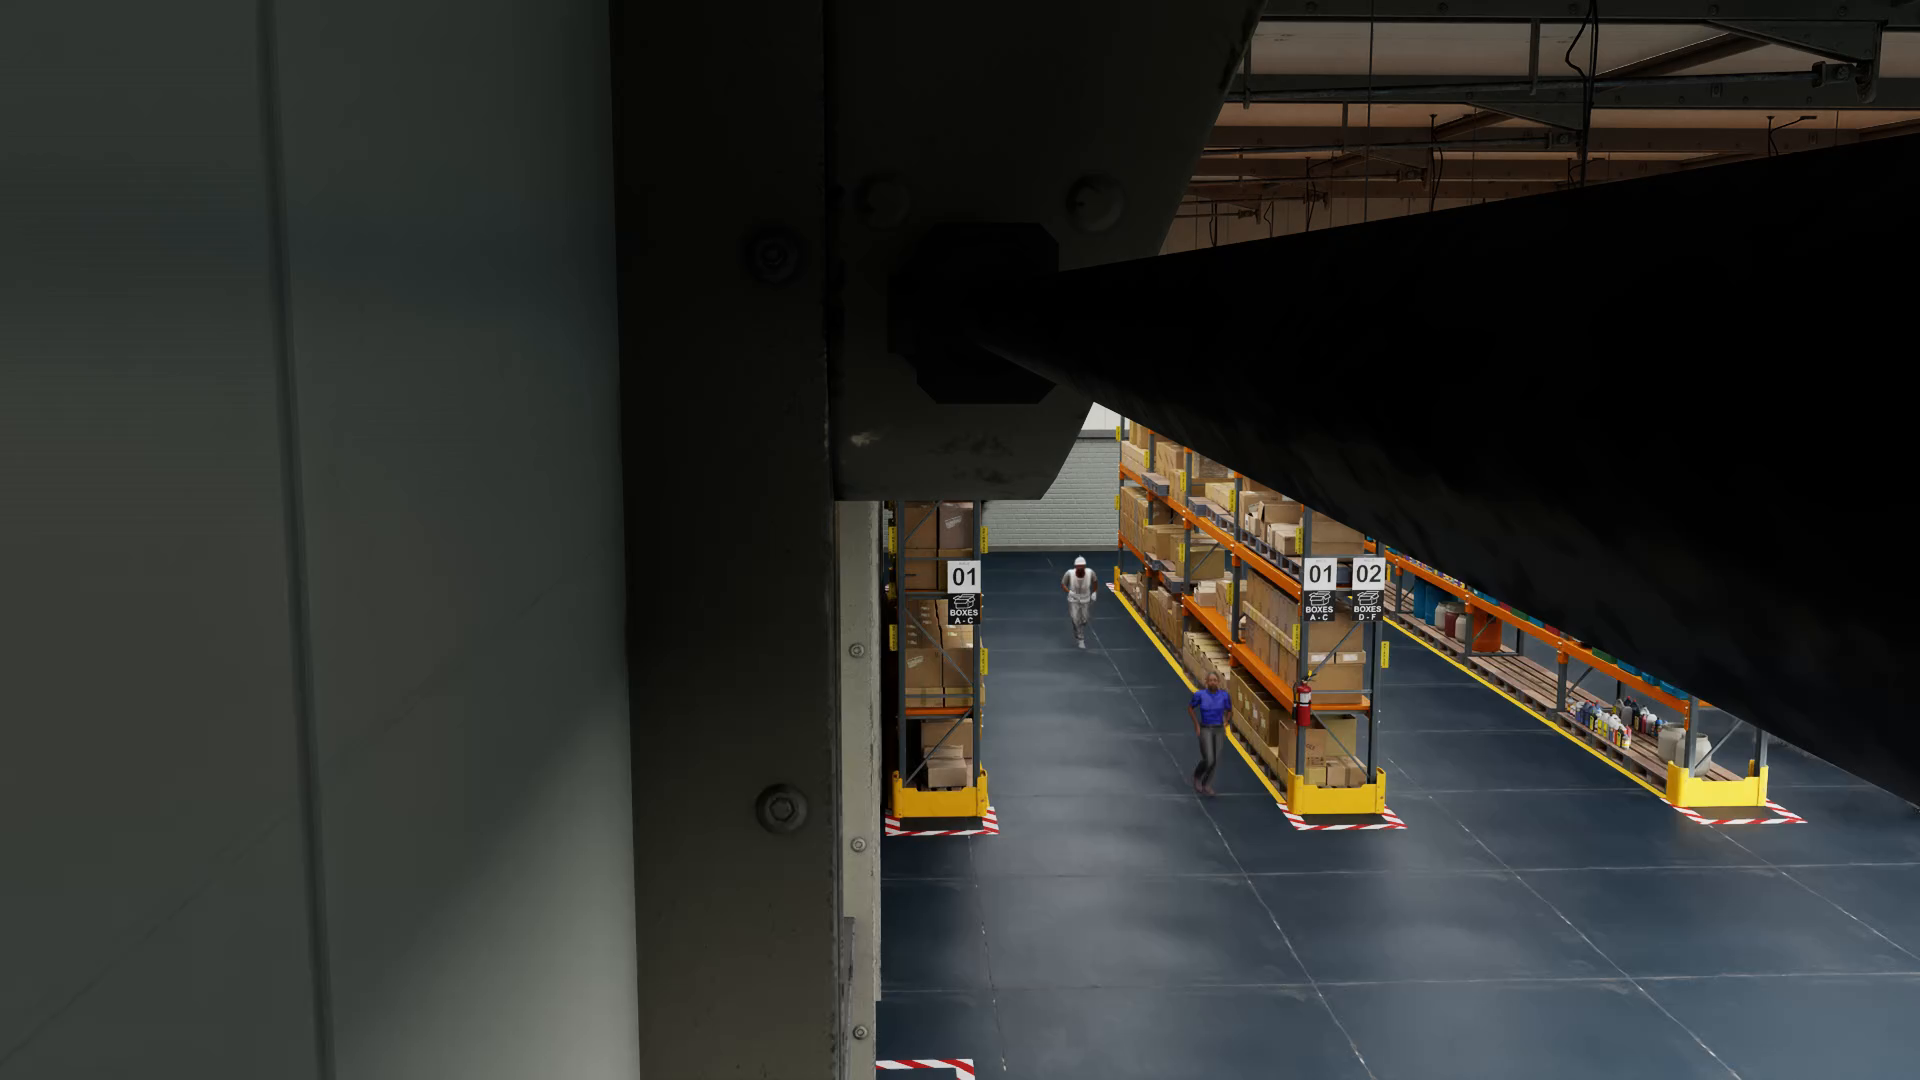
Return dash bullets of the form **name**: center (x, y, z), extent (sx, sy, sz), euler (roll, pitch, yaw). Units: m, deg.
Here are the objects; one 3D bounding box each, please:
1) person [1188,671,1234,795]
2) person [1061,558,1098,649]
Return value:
- **person**: center (3.229, 2.482, 21.250), extent (0.560, 1.621, 0.574), euler (-1, 8, -5)
- **person**: center (2.187, 1.129, 30.456), extent (0.675, 1.703, 0.761), euler (0, 8, 2)
